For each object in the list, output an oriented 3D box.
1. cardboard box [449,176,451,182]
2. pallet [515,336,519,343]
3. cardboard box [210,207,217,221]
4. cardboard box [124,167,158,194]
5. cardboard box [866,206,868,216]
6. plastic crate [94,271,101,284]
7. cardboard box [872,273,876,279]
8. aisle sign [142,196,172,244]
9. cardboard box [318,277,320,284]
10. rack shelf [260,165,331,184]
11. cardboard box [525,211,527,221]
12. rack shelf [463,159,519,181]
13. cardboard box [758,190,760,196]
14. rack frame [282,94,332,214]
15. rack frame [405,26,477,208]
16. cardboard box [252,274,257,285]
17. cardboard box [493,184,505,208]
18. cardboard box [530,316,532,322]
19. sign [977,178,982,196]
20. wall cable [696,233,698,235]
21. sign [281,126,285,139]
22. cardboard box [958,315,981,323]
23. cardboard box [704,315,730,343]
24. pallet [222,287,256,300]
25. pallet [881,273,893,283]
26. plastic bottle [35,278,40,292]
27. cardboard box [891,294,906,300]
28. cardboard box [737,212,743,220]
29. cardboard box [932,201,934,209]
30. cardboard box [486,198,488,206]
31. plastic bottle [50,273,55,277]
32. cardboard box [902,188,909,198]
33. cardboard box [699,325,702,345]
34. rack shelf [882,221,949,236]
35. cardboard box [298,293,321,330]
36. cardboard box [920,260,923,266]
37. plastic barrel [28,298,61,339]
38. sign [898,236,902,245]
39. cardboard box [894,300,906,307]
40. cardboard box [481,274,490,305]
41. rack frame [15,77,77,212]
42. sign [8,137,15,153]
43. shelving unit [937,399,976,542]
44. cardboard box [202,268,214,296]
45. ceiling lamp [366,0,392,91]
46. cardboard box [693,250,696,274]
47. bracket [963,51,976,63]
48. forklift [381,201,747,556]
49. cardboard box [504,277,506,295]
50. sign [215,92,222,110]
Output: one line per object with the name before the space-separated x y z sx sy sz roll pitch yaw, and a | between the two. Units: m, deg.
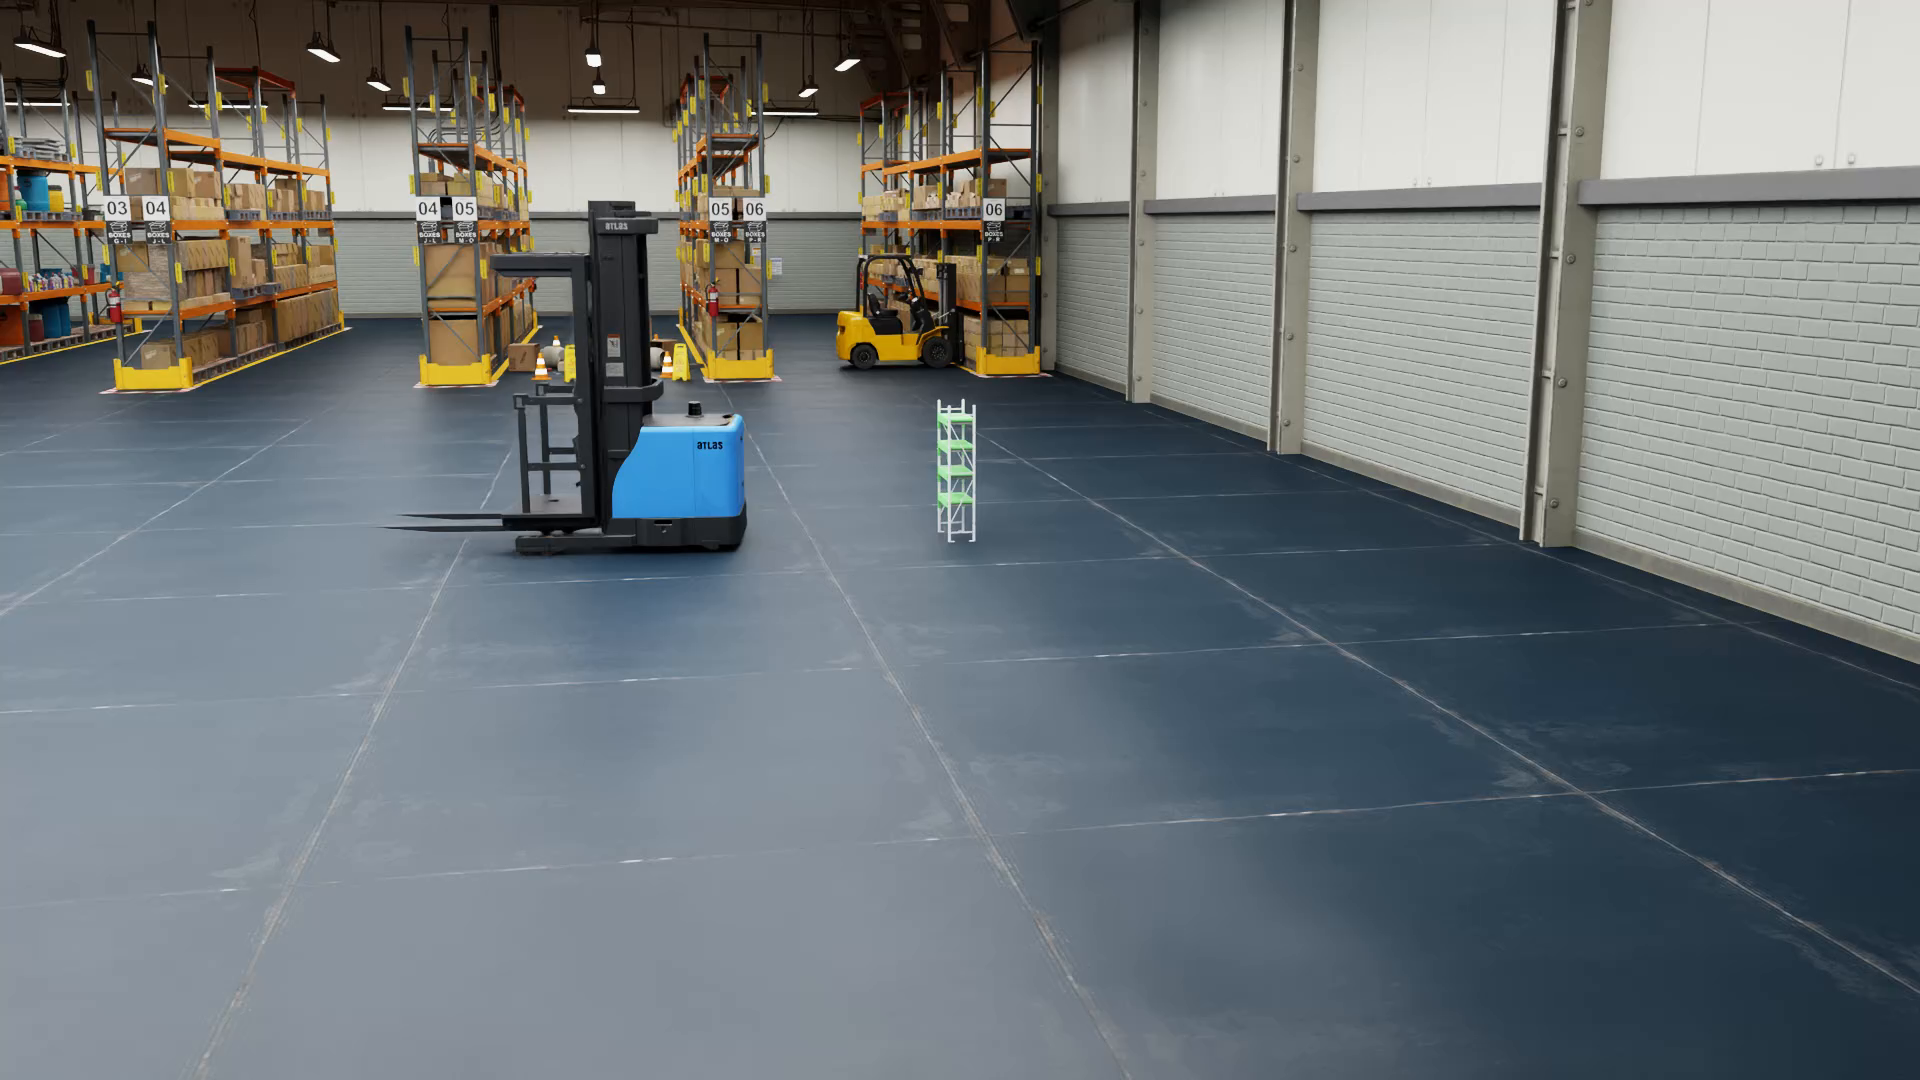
cardboard box | -9.598 -6.632 30.647 0.380 0.149 0.250 -2 11 -11
pallet | -10.512 -4.455 37.537 1.003 0.211 1.213 -2 11 -11
cardboard box | -14.033 -6.015 30.658 0.500 0.250 0.500 -2 11 -10
cardboard box | -14.241 -6.242 29.045 0.500 0.500 0.500 -2 11 -11
cardboard box | -2.277 -8.891 44.967 0.500 0.250 0.500 -2 11 -10
plastic crate | -20.999 -6.331 40.093 0.437 0.282 0.530 -2 11 -11
cardboard box | -2.146 -7.049 44.381 0.380 0.149 0.250 -2 11 -10
aisle sign | -13.385 -5.329 27.719 0.394 0.787 0.004 -2 11 -11
cardboard box | -15.962 -6.388 40.906 0.380 0.149 0.250 -2 11 -12
rack shelf | -16.414 -9.017 40.999 1.077 0.370 4.000 -2 11 -11
cardboard box | -11.257 -8.193 42.099 0.500 0.250 0.500 -2 11 -8
rack shelf | -10.751 -8.445 37.994 1.077 0.370 4.000 -2 11 -11
cardboard box | -3.868 -6.370 30.656 0.380 0.149 0.250 -2 11 -11
rack frame | -16.803 -9.934 42.821 1.000 3.000 0.127 -2 11 -11
rack frame | -8.806 -7.161 28.254 1.000 3.000 0.127 -2 11 -11
cardboard box | -14.658 -5.364 34.091 0.396 0.266 0.258 -2 11 -13
cardboard box | -9.749 -7.151 34.563 0.500 0.500 0.500 -2 11 -11
cardboard box | -11.462 -5.822 43.764 0.380 0.149 0.250 -2 11 -9
sign | 0.363 -6.446 30.364 0.100 0.325 0.005 -2 11 -11
wall cable | -8.202 -8.895 50.607 0.585 1.953 0.123 -2 11 -11
sign | -17.348 -10.451 42.619 0.100 0.325 0.005 -2 11 -11
cardboard box | 0.198 -4.292 32.783 0.500 0.250 0.500 -2 11 -12
cardboard box | -4.782 -4.154 32.726 0.500 0.500 0.500 -2 11 -9
pallet | -14.475 -4.837 32.601 1.003 0.211 1.213 -2 11 -11
pallet | -1.387 -6.550 41.600 1.003 0.211 1.213 -2 11 -11
plastic bottle | -19.988 -5.527 36.023 0.061 0.283 0.133 -2 11 -11
cardboard box | -1.530 -6.116 41.841 0.380 0.149 0.250 -3 11 -14
cardboard box | -3.855 -5.880 30.218 0.380 0.149 0.250 -2 11 -13
cardboard box | -0.392 -7.124 35.360 0.380 0.149 0.250 -2 11 -11
cardboard box | -8.902 -6.218 30.603 0.380 0.149 0.250 -2 11 -11
plastic bottle | -20.489 -5.853 37.557 0.144 0.351 0.185 -2 11 -11
cardboard box | -1.225 -8.649 41.471 0.396 0.266 0.258 -2 11 -11
cardboard box | -5.133 -4.417 35.785 0.950 0.372 0.625 -2 11 -9
rack shelf | -1.047 -7.548 40.233 1.077 0.370 4.000 -2 11 -11
cardboard box | -16.075 -5.540 40.338 0.875 0.875 0.875 -2 11 -11
cardboard box | -0.693 -6.217 37.336 0.380 0.149 0.250 -2 11 -10
plastic barrel | -20.656 -5.018 37.528 0.600 0.901 0.708 -2 11 -11
sign | -1.666 -8.269 46.176 0.100 0.325 0.005 -2 11 -11
cardboard box | -1.436 -5.922 41.613 0.380 0.149 0.250 -3 11 -14
cardboard box | -9.037 -4.562 30.239 0.875 0.550 0.550 -2 11 -11
rack frame | -20.883 -9.020 38.020 1.000 3.000 0.127 -2 11 -11
sign | -19.567 -8.149 34.308 0.100 0.325 0.005 -2 11 -11
shelving unit | -0.032 -0.620 14.744 0.258 1.200 0.503 -2 11 -11
cardboard box | -14.183 -4.715 30.385 0.875 0.500 0.500 -2 11 -11
ceiling lamp | -13.159 -12.015 38.143 0.800 3.185 2.000 -2 11 -11
cardboard box | -5.666 -6.190 37.012 0.500 0.500 0.500 -2 11 -13
bracket | 0.212 -10.481 36.069 0.235 0.232 0.430 -2 11 -11
forklift | -3.410 -1.410 14.266 3.031 2.935 1.130 -1 11 -4
cardboard box | -9.616 -5.287 34.187 0.500 0.500 0.500 -2 11 -11
sign | -13.933 -8.247 31.249 0.100 0.325 0.005 -2 11 -11
